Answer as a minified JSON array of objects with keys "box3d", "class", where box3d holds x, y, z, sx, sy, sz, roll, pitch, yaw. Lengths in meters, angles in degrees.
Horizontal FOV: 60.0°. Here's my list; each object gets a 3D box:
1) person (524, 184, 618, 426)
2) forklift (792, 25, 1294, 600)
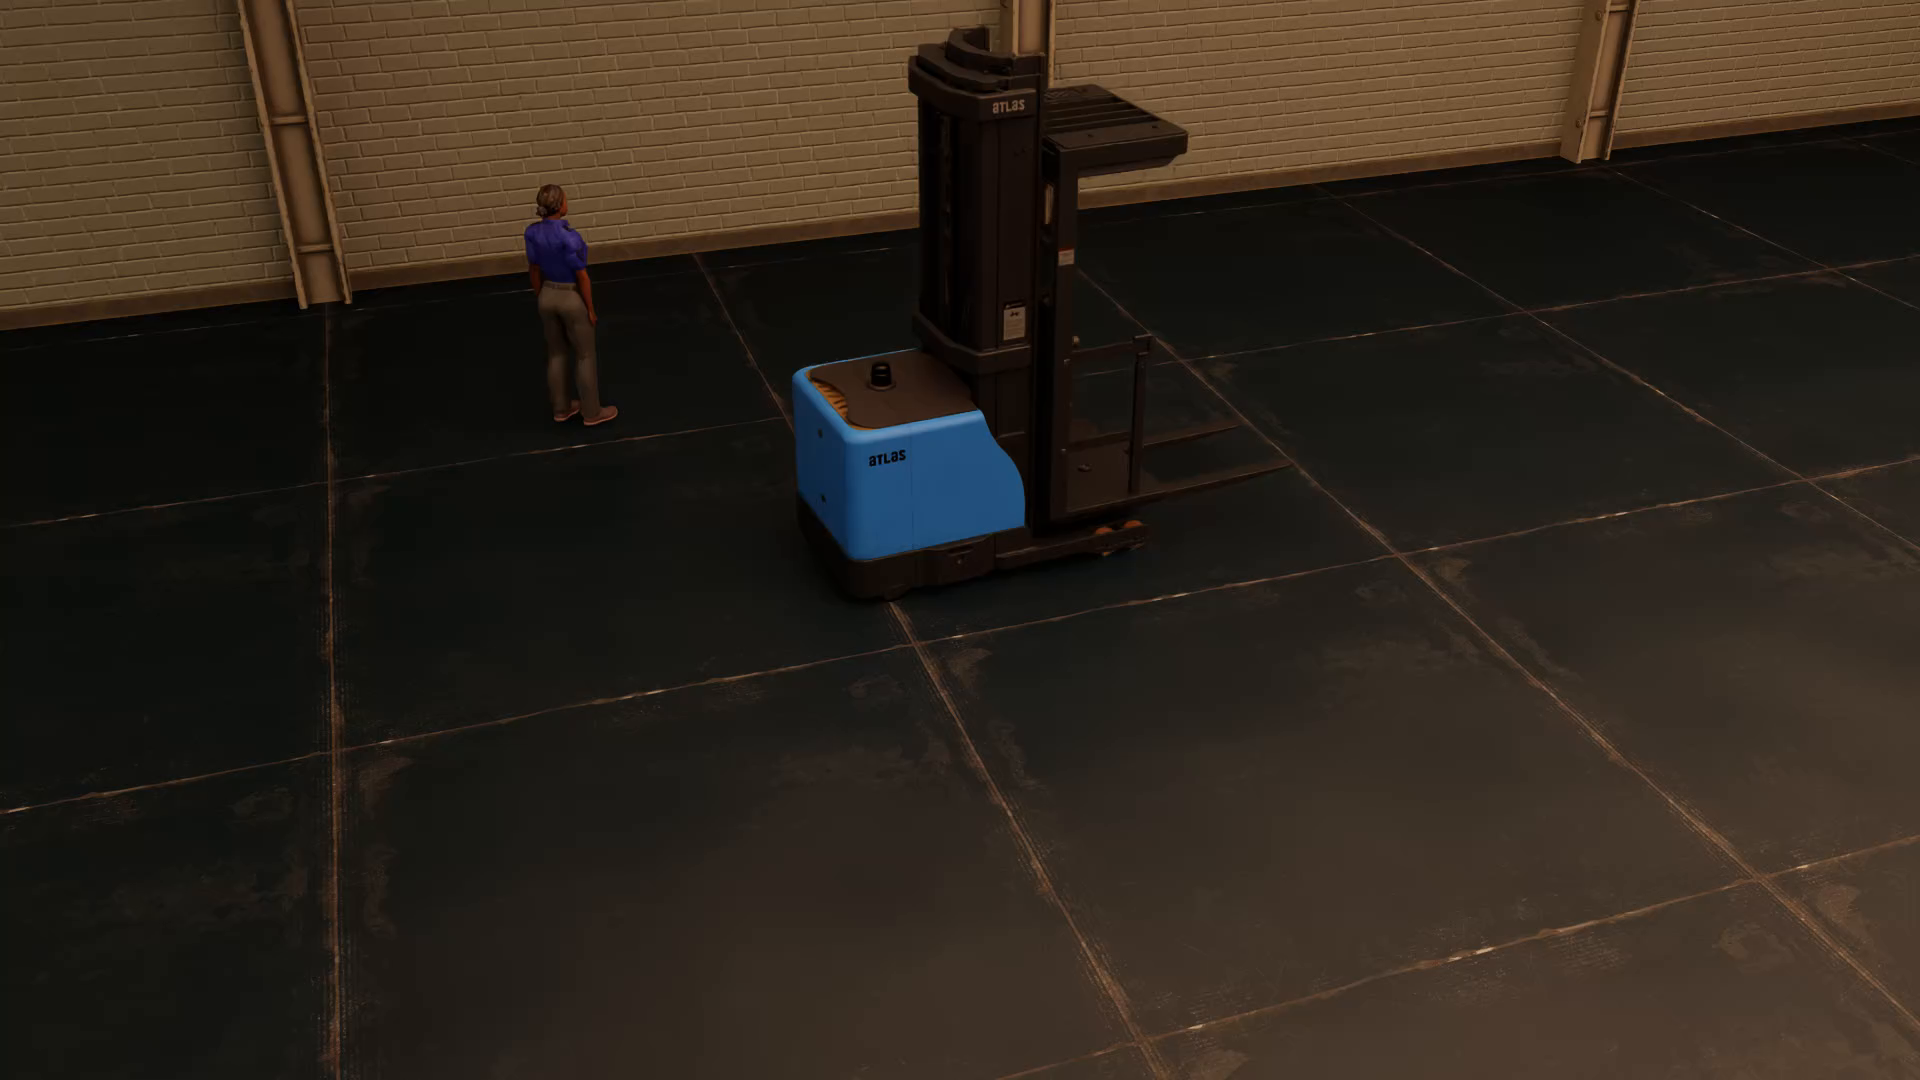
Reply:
[{"box3d":[-2.618,-1.569,11.091,0.447,1.662,0.325,12,32,20],"class":"person"},{"box3d":[0.578,-1.407,9.533,3.031,2.935,1.130,-12,32,-20],"class":"forklift"}]
